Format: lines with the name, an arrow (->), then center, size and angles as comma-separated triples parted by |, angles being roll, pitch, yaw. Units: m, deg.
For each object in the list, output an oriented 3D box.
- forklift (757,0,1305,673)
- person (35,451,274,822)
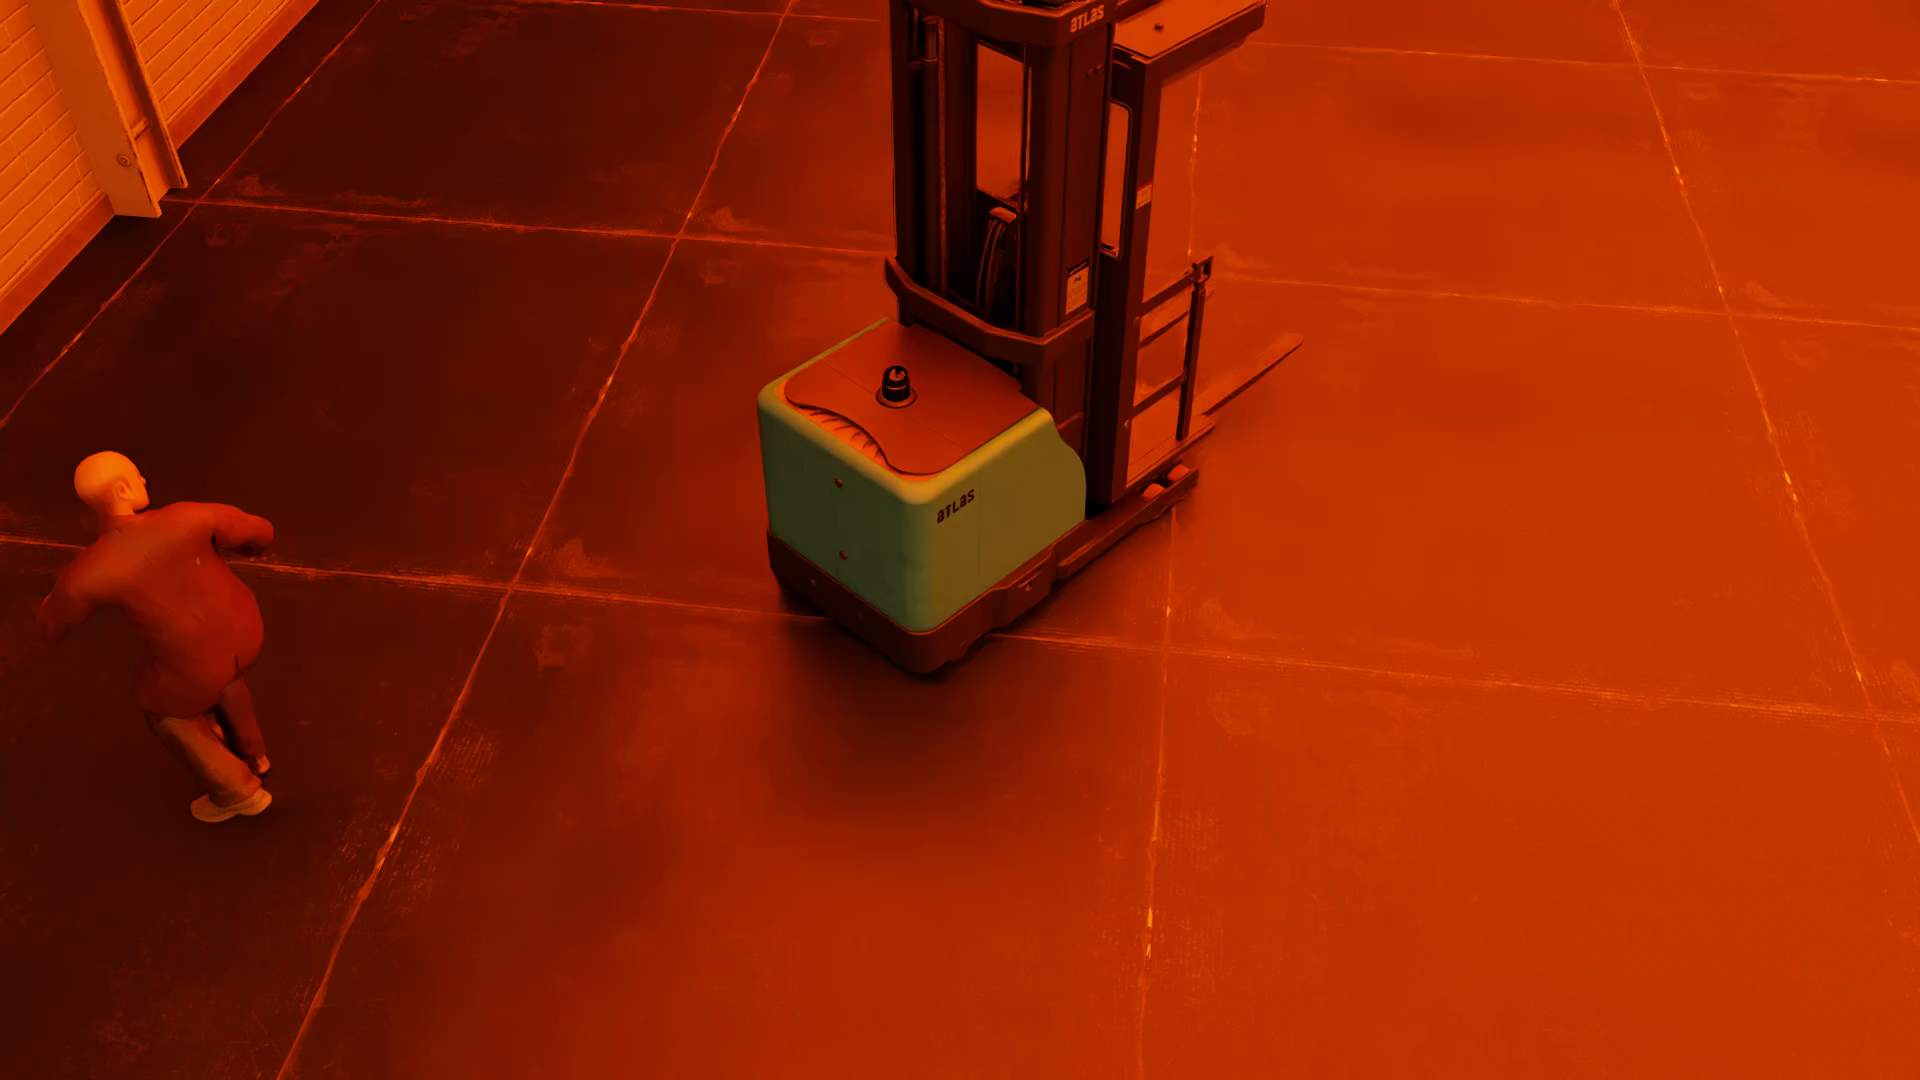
forklift -> 0.515, -1.404, 7.252 | 1.130, 2.935, 3.031 | 33, 52, 31
person -> -2.990, 0.313, 6.314 | 0.756, 1.697, 0.862 | 28, 50, 27
